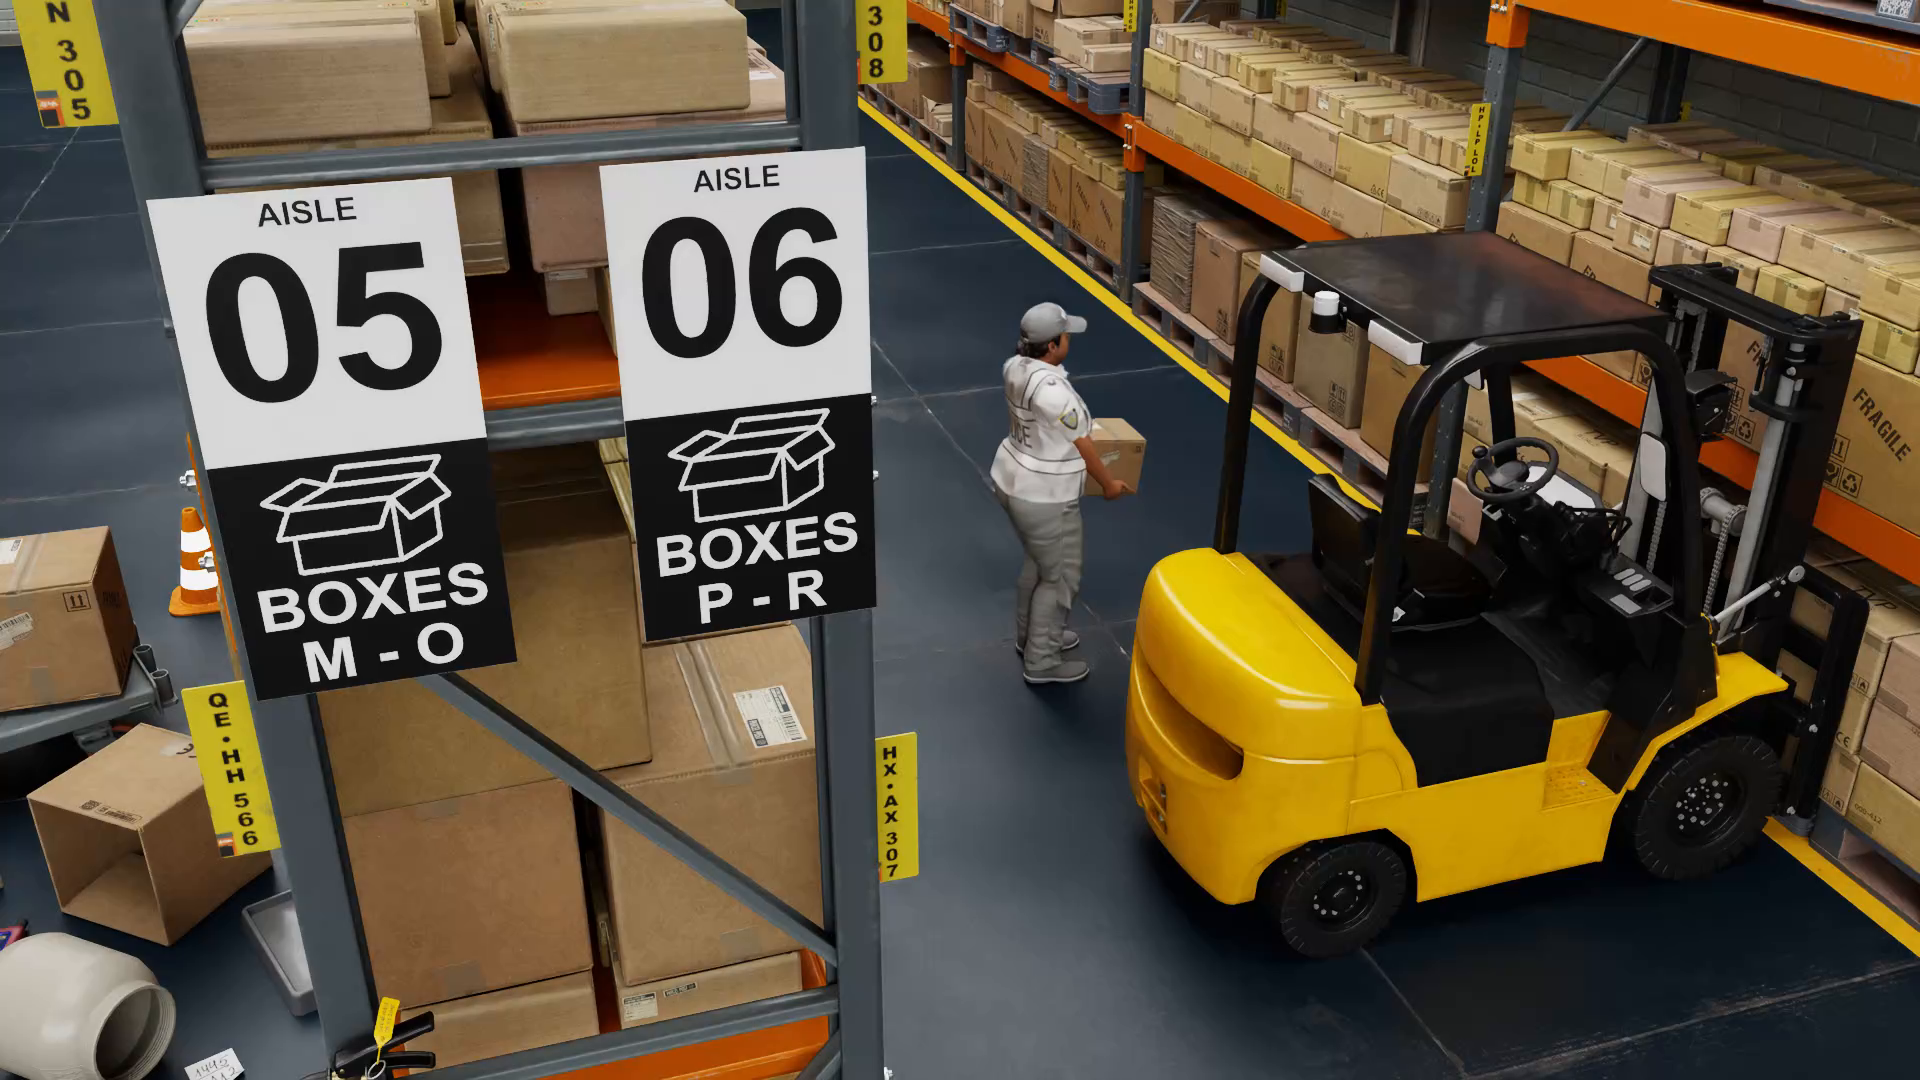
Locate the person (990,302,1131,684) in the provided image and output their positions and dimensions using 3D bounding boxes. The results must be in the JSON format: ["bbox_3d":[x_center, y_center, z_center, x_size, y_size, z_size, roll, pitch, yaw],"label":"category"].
[{"bbox_3d":[0.413,-0.207,7.039,0.545,1.664,0.452,-9,28,-17],"label":"person"}]
